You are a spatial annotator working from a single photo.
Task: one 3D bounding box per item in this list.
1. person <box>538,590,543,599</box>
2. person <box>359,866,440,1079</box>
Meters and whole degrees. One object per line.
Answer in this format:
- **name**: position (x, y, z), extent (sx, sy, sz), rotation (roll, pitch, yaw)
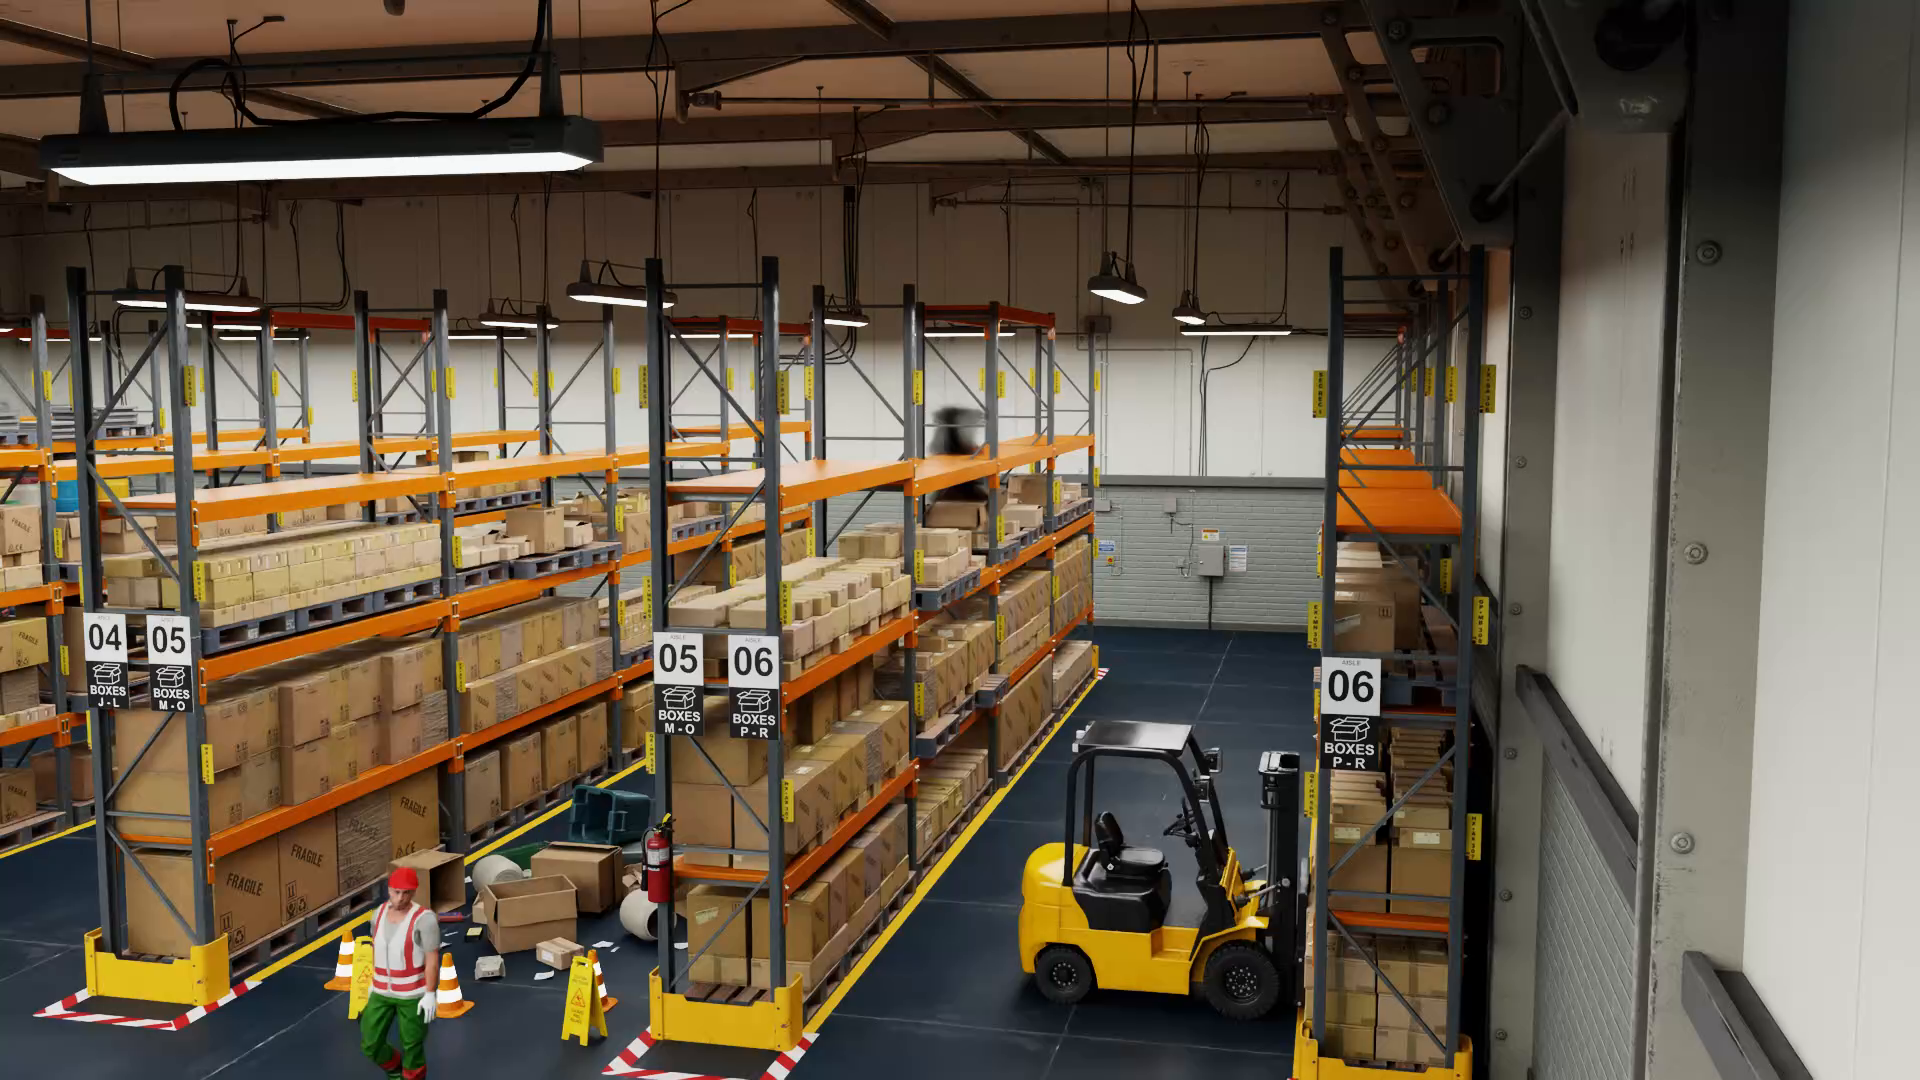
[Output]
- **person**: position (-6.780, 1.594, 27.280), extent (0.502, 1.626, 0.824), rotation (1, 6, 11)
- **person**: position (-3.851, 3.108, 11.512), extent (0.612, 1.780, 0.441), rotation (1, 6, 12)
